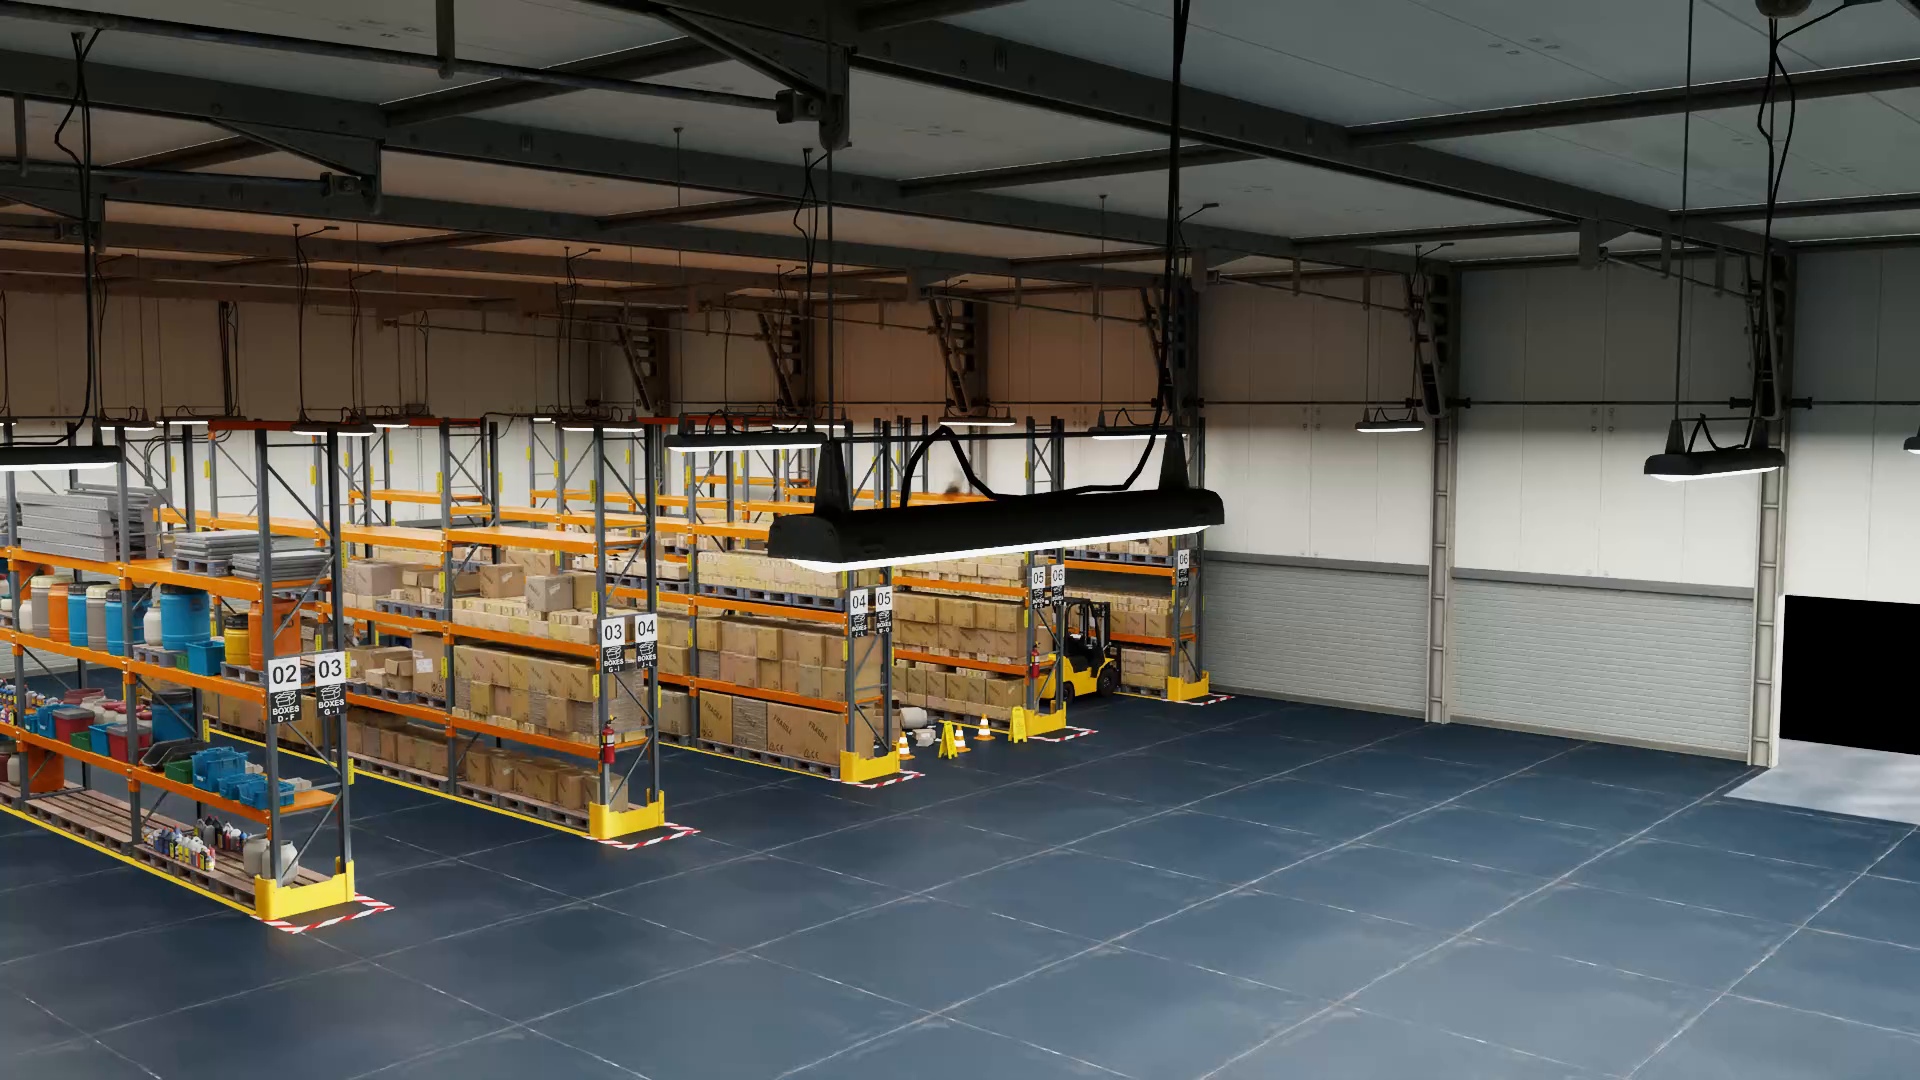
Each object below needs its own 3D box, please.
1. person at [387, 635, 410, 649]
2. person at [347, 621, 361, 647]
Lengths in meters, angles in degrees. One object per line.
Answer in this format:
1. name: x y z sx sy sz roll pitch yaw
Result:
1. person: -13.554 2.220 40.121 0.629 1.644 0.608 1 5 15
2. person: -13.193 2.556 35.888 0.636 1.628 0.595 4 6 43
